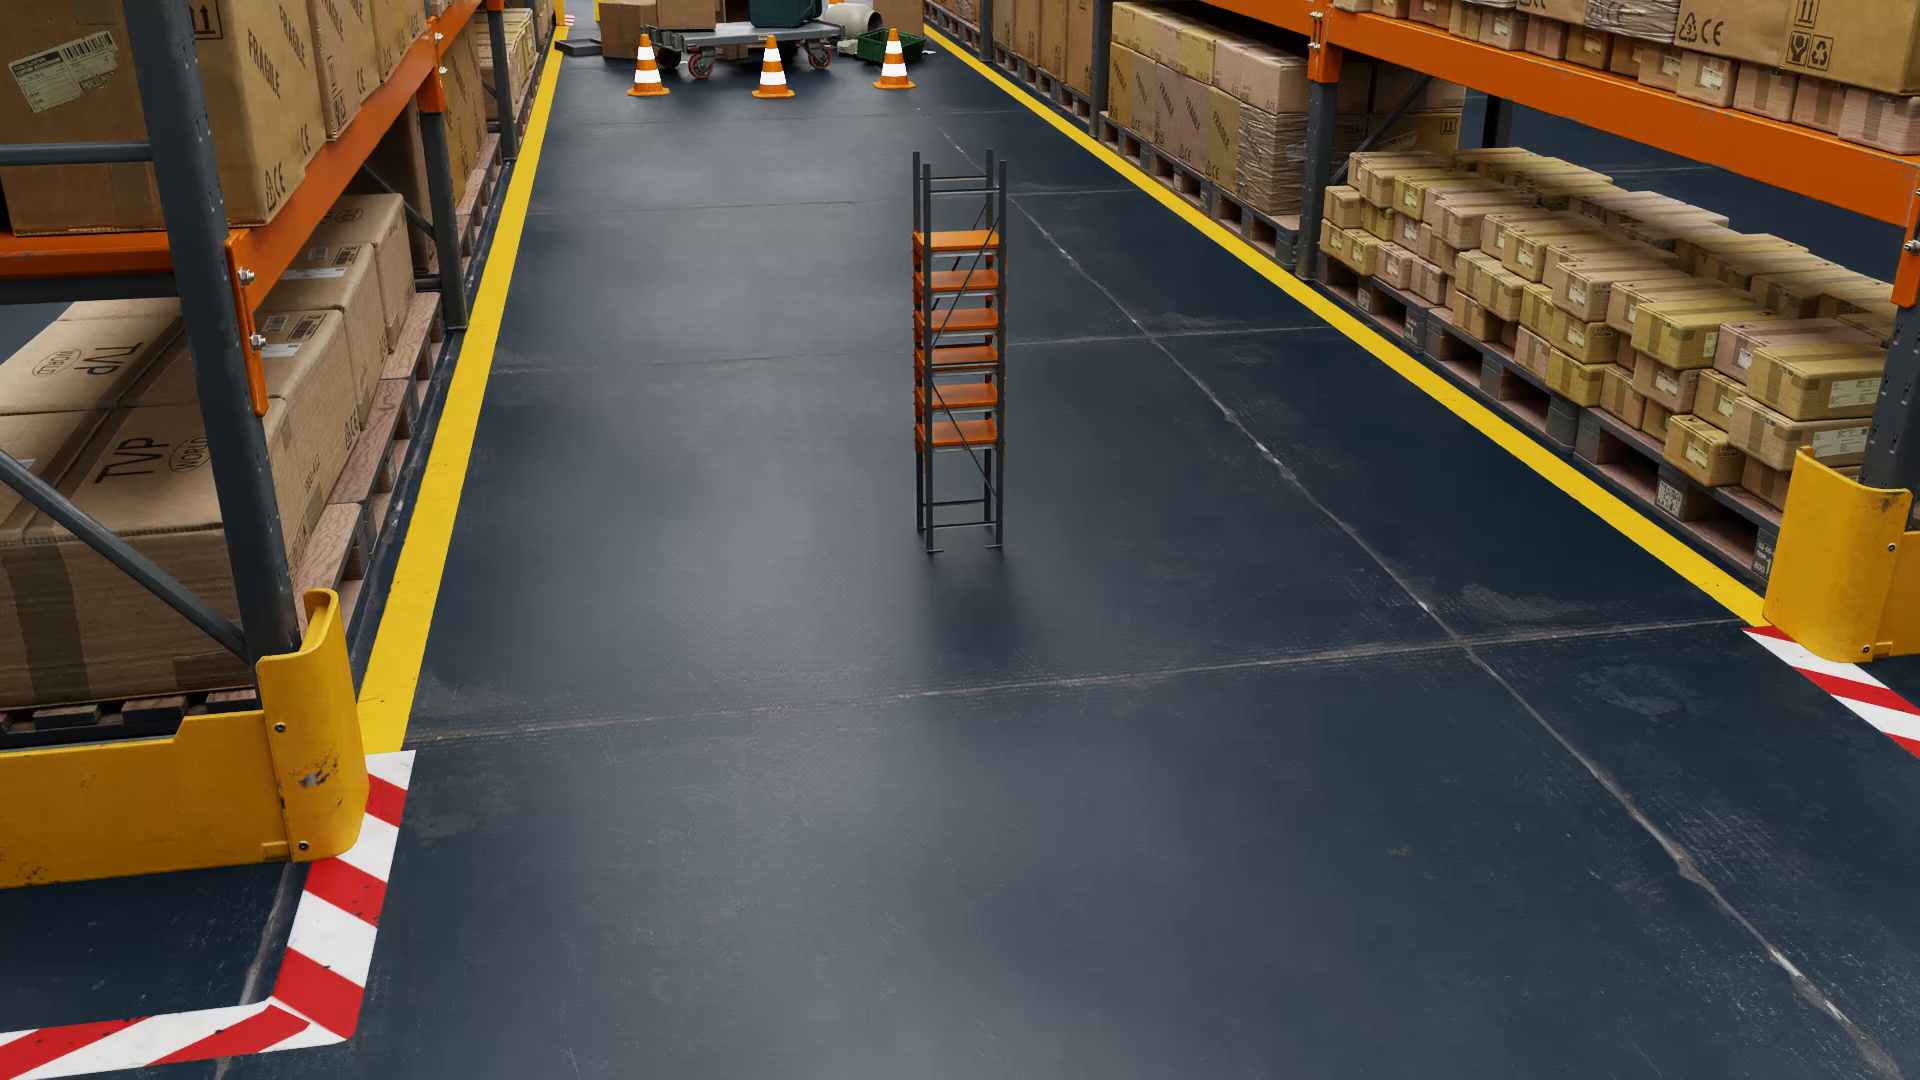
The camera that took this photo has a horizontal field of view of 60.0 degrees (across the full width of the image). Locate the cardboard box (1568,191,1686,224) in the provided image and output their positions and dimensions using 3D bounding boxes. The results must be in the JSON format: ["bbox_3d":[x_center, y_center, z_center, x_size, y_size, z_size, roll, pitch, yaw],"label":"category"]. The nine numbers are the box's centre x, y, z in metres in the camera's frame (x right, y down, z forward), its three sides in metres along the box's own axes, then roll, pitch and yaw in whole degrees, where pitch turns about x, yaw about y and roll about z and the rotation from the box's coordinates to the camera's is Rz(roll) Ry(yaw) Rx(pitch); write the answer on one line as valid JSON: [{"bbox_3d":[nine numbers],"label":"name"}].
[{"bbox_3d":[2.733,-1.327,6.834,0.380,0.149,0.250,-5,24,-12],"label":"cardboard box"}]

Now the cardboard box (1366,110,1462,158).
[{"bbox_3d":[2.284,-2.048,8.791,0.500,0.500,0.500,-3,24,-8],"label":"cardboard box"}]

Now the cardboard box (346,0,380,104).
[{"bbox_3d":[-2.059,-1.562,4.953,0.500,0.500,0.500,-4,24,-8],"label":"cardboard box"}]

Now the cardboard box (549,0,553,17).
[{"bbox_3d":[-4.403,-5.435,16.858,0.500,0.250,0.500,-4,24,-10],"label":"cardboard box"}]

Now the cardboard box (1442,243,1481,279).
[{"bbox_3d":[2.203,-1.145,6.789,0.380,0.149,0.250,-3,24,-7],"label":"cardboard box"}]

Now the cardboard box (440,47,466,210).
[{"bbox_3d":[-3.054,-2.097,8.433,0.875,0.875,0.875,-4,24,-8],"label":"cardboard box"}]

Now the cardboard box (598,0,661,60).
[{"bbox_3d":[-3.026,-4.810,15.635,0.500,0.500,0.500,13,27,27],"label":"cardboard box"}]

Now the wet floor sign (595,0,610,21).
[{"bbox_3d":[-3.889,-6.080,18.365,0.267,0.644,0.232,4,24,9],"label":"wet floor sign"}]

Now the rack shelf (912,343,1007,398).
[{"bbox_3d":[-0.003,-0.515,5.041,0.258,0.103,0.180,-4,24,-10],"label":"rack shelf"}]

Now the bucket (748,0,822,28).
[{"bbox_3d":[-1.610,-4.917,14.952,0.726,0.611,0.620,4,34,9],"label":"bucket"}]

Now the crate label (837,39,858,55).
[{"bbox_3d":[-1.018,-4.670,15.773,0.250,0.136,0.298,18,29,36],"label":"crate label"}]

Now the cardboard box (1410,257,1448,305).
[{"bbox_3d":[2.154,-1.115,7.093,0.380,0.149,0.250,-5,24,-11],"label":"cardboard box"}]

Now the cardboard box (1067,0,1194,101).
[{"bbox_3d":[1.396,-3.672,12.196,1.050,0.750,0.750,-5,24,-10],"label":"cardboard box"}]

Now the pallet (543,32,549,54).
[{"bbox_3d":[-4.553,-4.896,16.197,1.003,0.211,1.213,-4,24,-10],"label":"pallet"}]

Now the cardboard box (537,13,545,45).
[{"bbox_3d":[-4.009,-4.616,14.983,0.500,0.250,0.500,-5,24,-12],"label":"cardboard box"}]

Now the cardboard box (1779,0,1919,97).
[{"bbox_3d":[2.564,-1.458,4.343,0.500,0.500,0.500,-4,24,-9],"label":"cardboard box"}]

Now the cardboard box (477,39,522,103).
[{"bbox_3d":[-3.665,-3.359,11.952,0.950,0.372,0.625,-5,24,-11],"label":"cardboard box"}]

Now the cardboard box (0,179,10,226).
[{"bbox_3d":[-2.296,-0.928,3.501,0.500,0.500,0.500,-4,24,-9],"label":"cardboard box"}]

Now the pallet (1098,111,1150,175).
[{"bbox_3d":[1.563,-2.679,11.121,1.003,0.211,1.213,-4,24,-10],"label":"pallet"}]

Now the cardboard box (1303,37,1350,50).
[{"bbox_3d":[2.182,-2.601,9.120,0.500,0.250,0.500,-4,24,-8],"label":"cardboard box"}]

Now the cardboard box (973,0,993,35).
[{"bbox_3d":[0.633,-5.309,15.788,0.875,0.875,0.875,-4,24,-9],"label":"cardboard box"}]

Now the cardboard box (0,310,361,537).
[{"bbox_3d":[-2.344,-0.342,4.961,0.875,0.438,0.875,-4,24,-8],"label":"cardboard box"}]

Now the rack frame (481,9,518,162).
[{"bbox_3d":[-3.426,-3.858,10.337,1.000,3.000,0.127,-4,24,-10],"label":"rack frame"}]

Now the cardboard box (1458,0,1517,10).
[{"bbox_3d":[2.160,-2.265,6.192,0.500,0.500,0.500,-5,24,-11],"label":"cardboard box"}]

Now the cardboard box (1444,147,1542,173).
[{"bbox_3d":[2.481,-1.729,7.755,0.380,0.149,0.250,-4,24,-8],"label":"cardboard box"}]

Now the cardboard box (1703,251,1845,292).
[{"bbox_3d":[2.877,-0.917,5.896,0.380,0.149,0.250,-3,24,-8],"label":"cardboard box"}]

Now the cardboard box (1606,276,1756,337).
[{"bbox_3d":[2.404,-0.768,5.555,0.380,0.149,0.250,-5,24,-12],"label":"cardboard box"}]

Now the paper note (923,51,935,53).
[{"bbox_3d":[-0.334,-4.675,15.915,0.142,0.020,0.147,18,29,36],"label":"paper note"}]

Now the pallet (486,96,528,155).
[{"bbox_3d":[-3.569,-2.888,11.599,1.003,0.211,1.213,-4,24,-10],"label":"pallet"}]

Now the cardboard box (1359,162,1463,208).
[{"bbox_3d":[2.013,-1.586,7.428,0.380,0.149,0.250,-3,24,-7],"label":"cardboard box"}]

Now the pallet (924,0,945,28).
[{"bbox_3d":[0.166,-5.825,18.323,1.003,0.211,1.213,-4,24,-10],"label":"pallet"}]

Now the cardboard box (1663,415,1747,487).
[{"bbox_3d":[2.450,-0.289,5.201,0.380,0.149,0.250,-4,24,-8],"label":"cardboard box"}]

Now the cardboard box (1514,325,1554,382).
[{"bbox_3d":[2.288,-0.700,6.143,0.380,0.149,0.250,-4,24,-9],"label":"cardboard box"}]

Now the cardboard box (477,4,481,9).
[{"bbox_3d":[-4.539,-4.921,14.743,0.500,0.500,0.500,-5,24,-10],"label":"cardboard box"}]

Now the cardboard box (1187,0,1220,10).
[{"bbox_3d":[1.804,-3.406,10.961,0.500,0.250,0.500,-5,24,-11],"label":"cardboard box"}]

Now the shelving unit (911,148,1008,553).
[{"bbox_3d":[-0.003,-0.556,5.023,0.258,1.200,0.189,-4,24,-10],"label":"shelving unit"}]

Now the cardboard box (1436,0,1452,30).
[{"bbox_3d":[2.157,-2.136,6.707,0.380,0.149,0.250,-5,24,-12],"label":"cardboard box"}]

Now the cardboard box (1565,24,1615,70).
[{"bbox_3d":[2.345,-1.726,5.769,0.380,0.149,0.250,-4,24,-9],"label":"cardboard box"}]

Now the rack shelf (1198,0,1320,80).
[{"bbox_3d":[1.790,-3.148,9.609,1.077,0.370,4.000,-4,24,-10],"label":"rack shelf"}]

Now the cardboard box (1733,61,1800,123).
[{"bbox_3d":[2.491,-1.308,4.811,0.380,0.149,0.250,-5,24,-10],"label":"cardboard box"}]

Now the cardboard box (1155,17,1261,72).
[{"bbox_3d":[1.483,-2.971,9.966,0.500,0.250,0.500,-4,24,-9],"label":"cardboard box"}]

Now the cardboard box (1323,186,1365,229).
[{"bbox_3d":[1.912,-1.547,7.710,0.380,0.149,0.250,-3,24,-7],"label":"cardboard box"}]

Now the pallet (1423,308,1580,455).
[{"bbox_3d":[2.548,-0.671,6.522,1.003,0.211,1.213,-4,24,-10],"label":"pallet"}]

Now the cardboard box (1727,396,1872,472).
[{"bbox_3d":[2.521,-0.327,4.916,0.380,0.149,0.250,-5,24,-11],"label":"cardboard box"}]

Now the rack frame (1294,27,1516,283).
[{"bbox_3d":[2.160,-2.691,7.664,1.000,3.000,0.127,-4,24,-10],"label":"rack frame"}]

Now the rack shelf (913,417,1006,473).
[{"bbox_3d":[-0.003,-0.295,5.137,0.258,0.103,0.180,-4,24,-10],"label":"rack shelf"}]

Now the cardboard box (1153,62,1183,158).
[{"bbox_3d":[1.496,-2.615,10.089,0.500,0.500,0.500,-5,24,-11],"label":"cardboard box"}]

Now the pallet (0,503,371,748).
[{"bbox_3d":[-2.171,0.257,4.397,1.003,0.211,1.213,-4,24,-10],"label":"pallet"}]

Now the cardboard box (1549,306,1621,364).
[{"bbox_3d":[2.315,-0.734,5.848,0.380,0.149,0.250,-4,24,-9],"label":"cardboard box"}]

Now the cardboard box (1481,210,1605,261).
[{"bbox_3d":[2.277,-1.182,6.503,0.380,0.149,0.250,-5,24,-12],"label":"cardboard box"}]

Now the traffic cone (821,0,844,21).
[{"bbox_3d":[-1.356,-5.935,18.260,0.336,0.463,0.334,-4,24,-10],"label":"traffic cone"}]
